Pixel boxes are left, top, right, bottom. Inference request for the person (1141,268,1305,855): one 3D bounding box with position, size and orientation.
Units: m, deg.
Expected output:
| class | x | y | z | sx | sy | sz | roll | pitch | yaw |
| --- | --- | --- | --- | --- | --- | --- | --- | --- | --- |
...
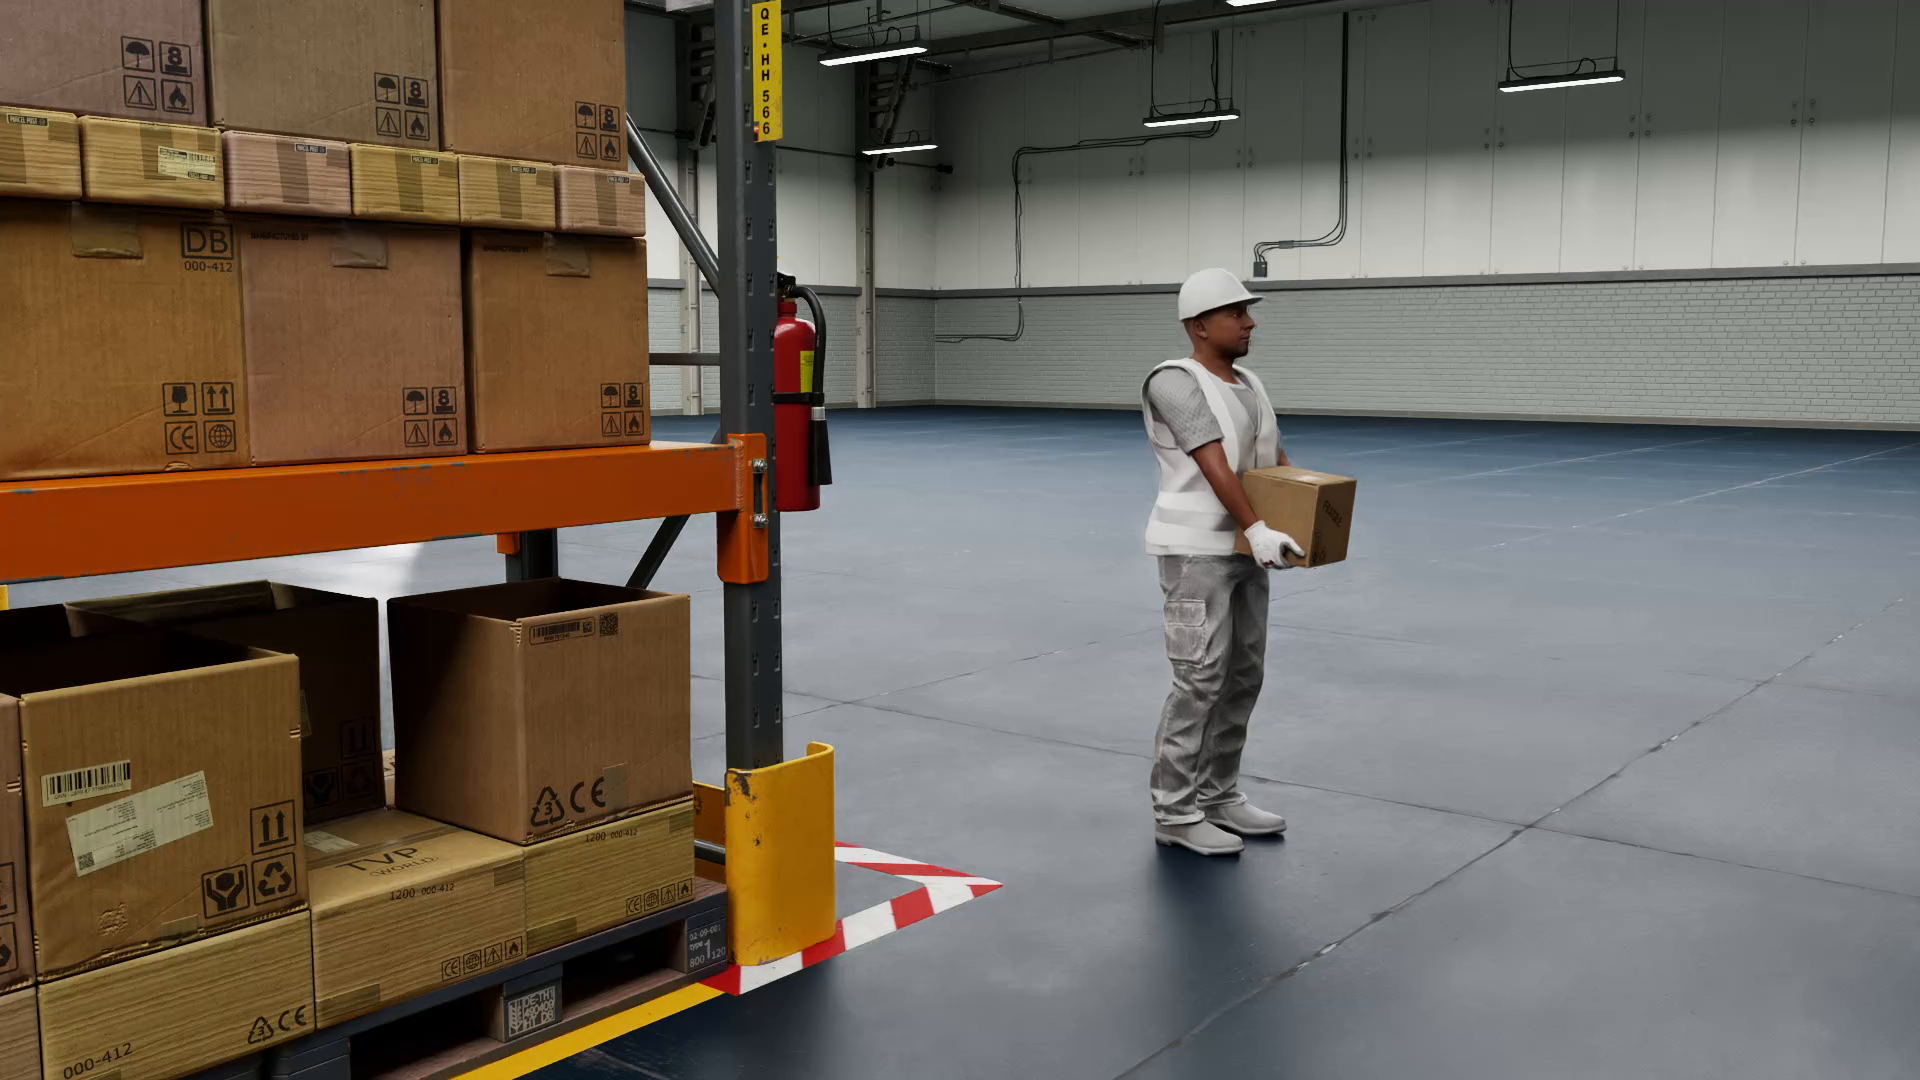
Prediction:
| class | x | y | z | sx | sy | sz | roll | pitch | yaw |
| --- | --- | --- | --- | --- | --- | --- | --- | --- | --- |
| person | 0.874 | 0.060 | 5.123 | 0.565 | 1.781 | 0.489 | 5 | 8 | 39 |
